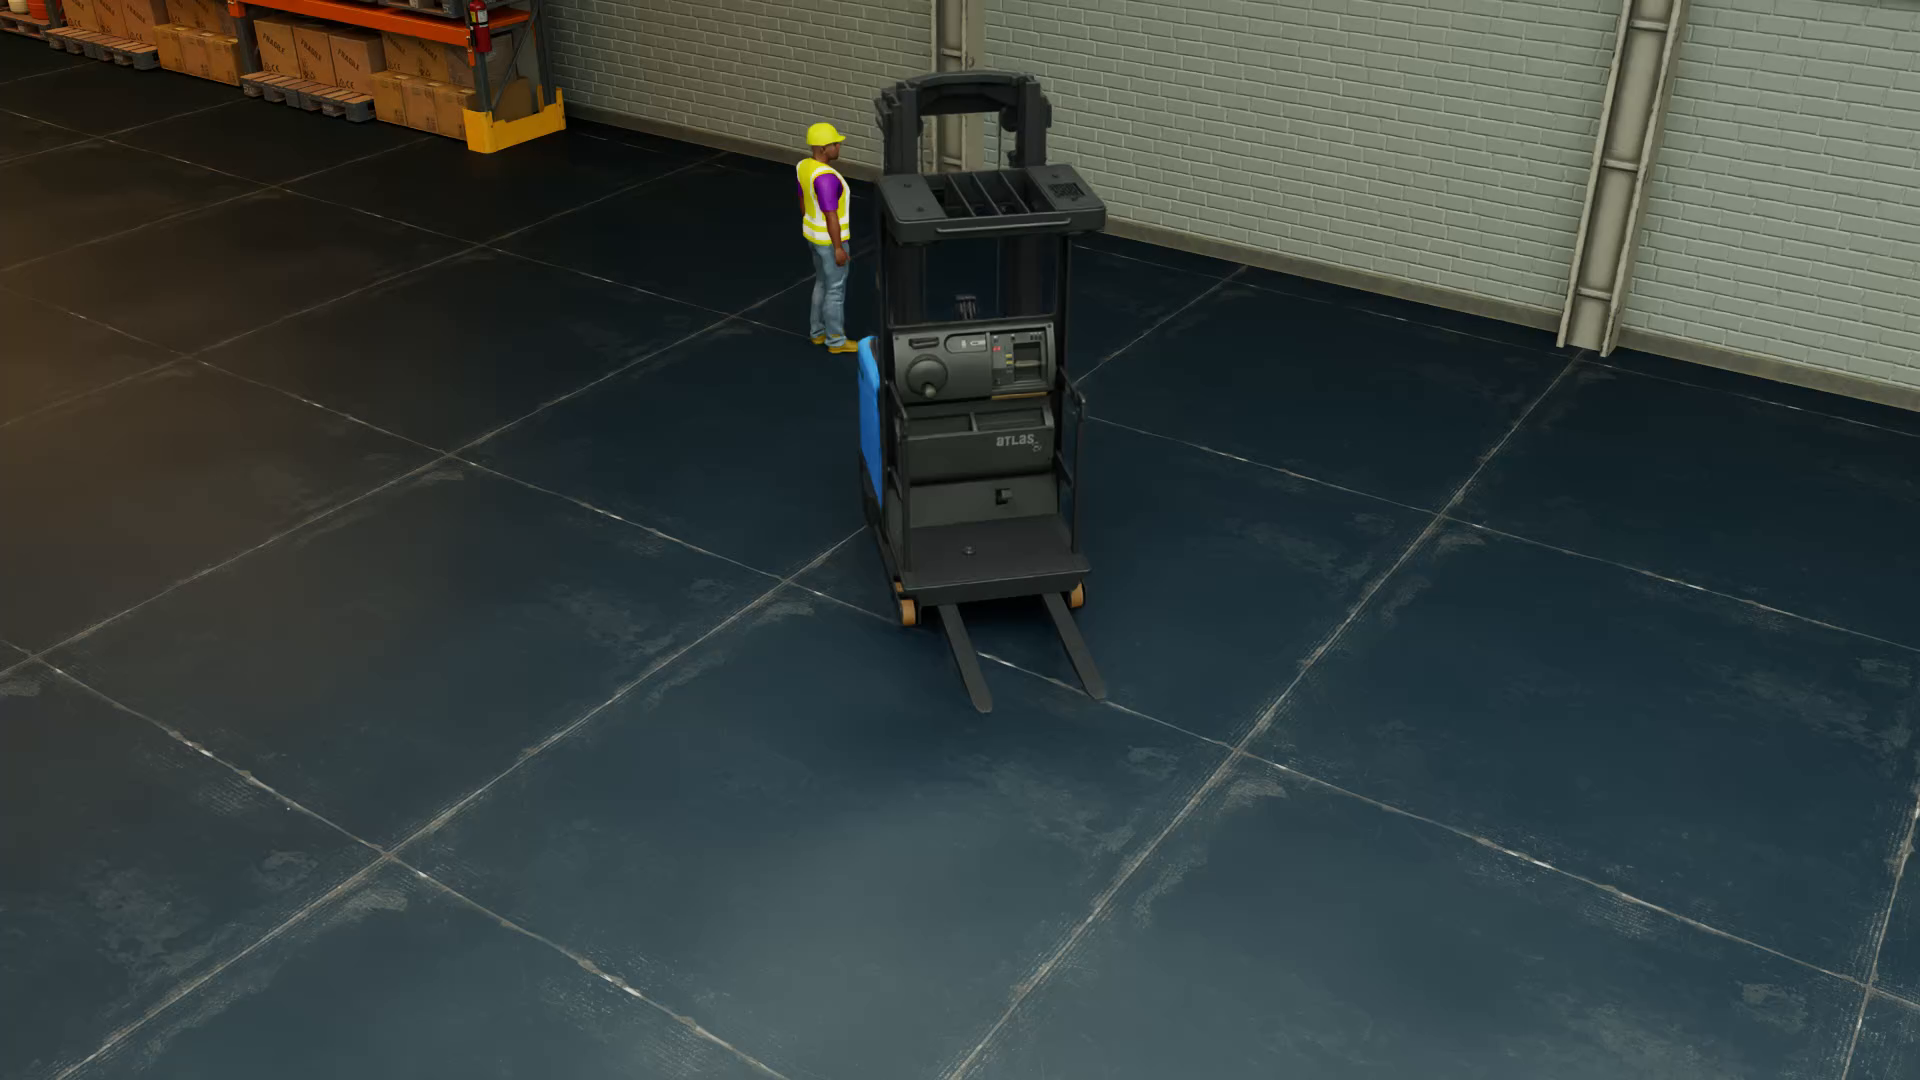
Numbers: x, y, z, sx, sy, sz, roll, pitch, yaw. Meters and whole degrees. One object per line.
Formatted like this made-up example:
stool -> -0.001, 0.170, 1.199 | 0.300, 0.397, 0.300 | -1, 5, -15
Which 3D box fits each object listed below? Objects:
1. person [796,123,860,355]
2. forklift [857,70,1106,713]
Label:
person -> -0.992, -2.312, 12.725 | 0.387, 1.771, 0.614 | -15, 33, -24
forklift -> 0.128, -0.967, 9.247 | 1.130, 2.935, 3.031 | -6, 31, -10
